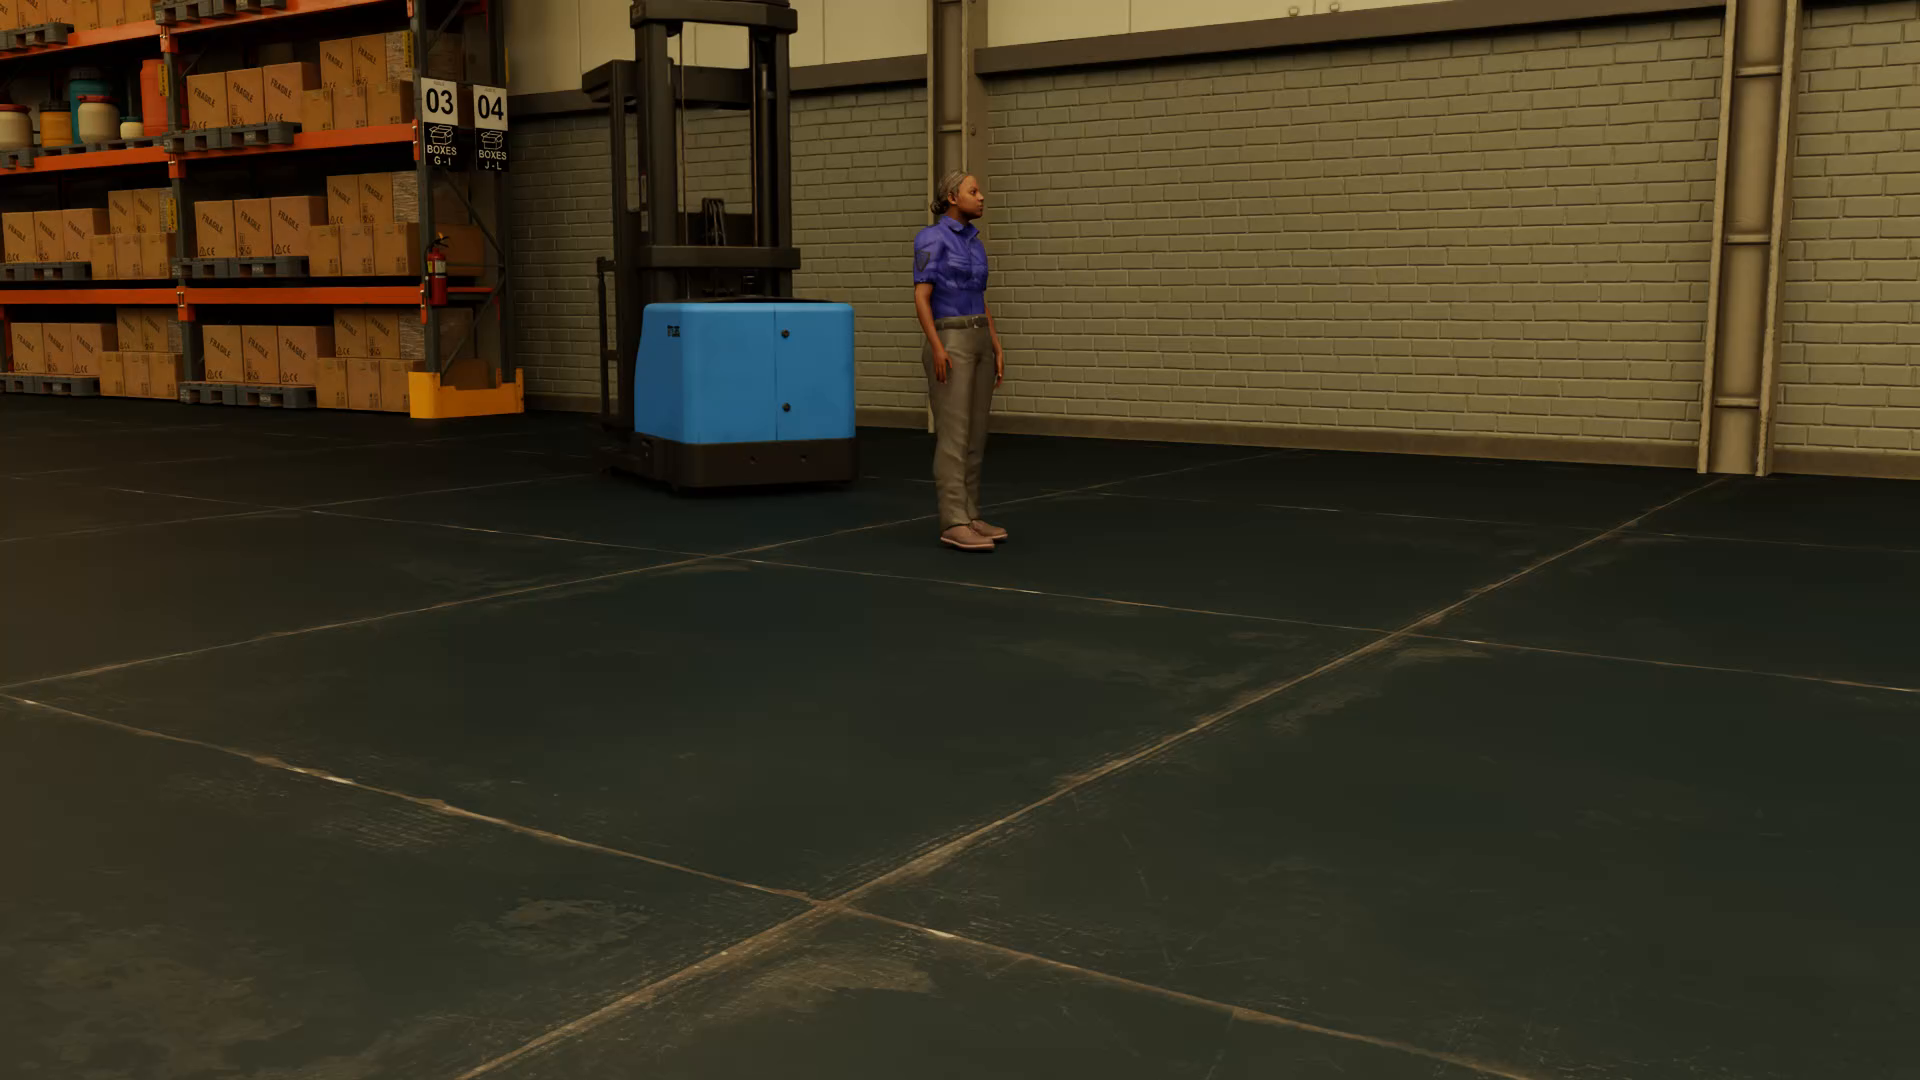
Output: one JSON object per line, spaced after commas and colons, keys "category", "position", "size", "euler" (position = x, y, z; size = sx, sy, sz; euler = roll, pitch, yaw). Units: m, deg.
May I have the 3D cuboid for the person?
{"category": "person", "position": [0.061, -0.811, 7.422], "size": [0.504, 1.643, 0.569], "euler": [5, 10, 34]}

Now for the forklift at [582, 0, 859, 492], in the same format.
{"category": "forklift", "position": [-1.700, -1.884, 10.445], "size": [1.130, 2.935, 3.031], "euler": [-4, 9, -27]}
